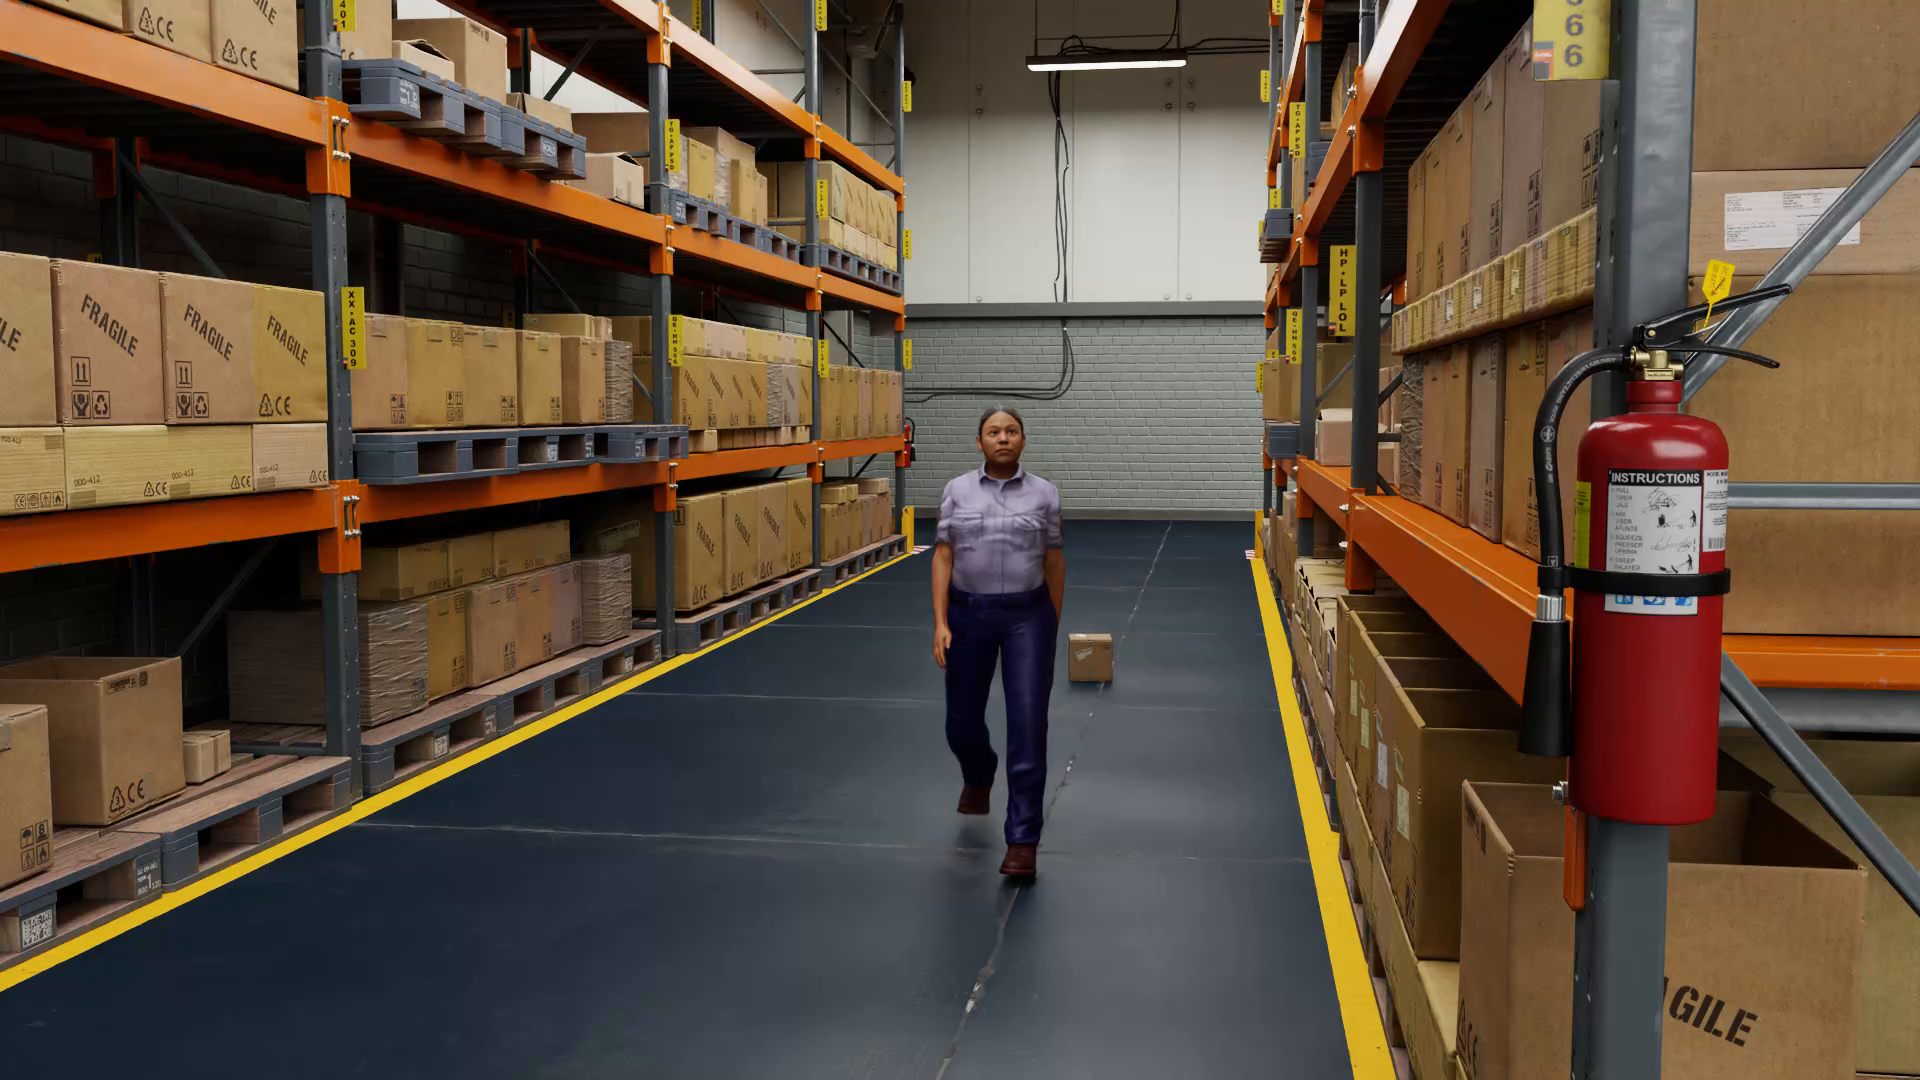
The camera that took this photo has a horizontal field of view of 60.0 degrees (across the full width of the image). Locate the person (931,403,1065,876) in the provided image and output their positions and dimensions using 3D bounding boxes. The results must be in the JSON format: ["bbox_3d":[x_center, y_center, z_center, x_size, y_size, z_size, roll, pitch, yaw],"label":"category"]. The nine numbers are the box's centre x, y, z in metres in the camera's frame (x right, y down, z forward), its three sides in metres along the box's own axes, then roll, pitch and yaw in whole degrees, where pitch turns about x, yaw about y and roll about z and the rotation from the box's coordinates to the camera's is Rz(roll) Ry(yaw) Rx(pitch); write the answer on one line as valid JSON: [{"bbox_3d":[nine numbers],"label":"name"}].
[{"bbox_3d":[0.137,0.320,5.989,0.475,1.593,0.899,0,5,6],"label":"person"}]
